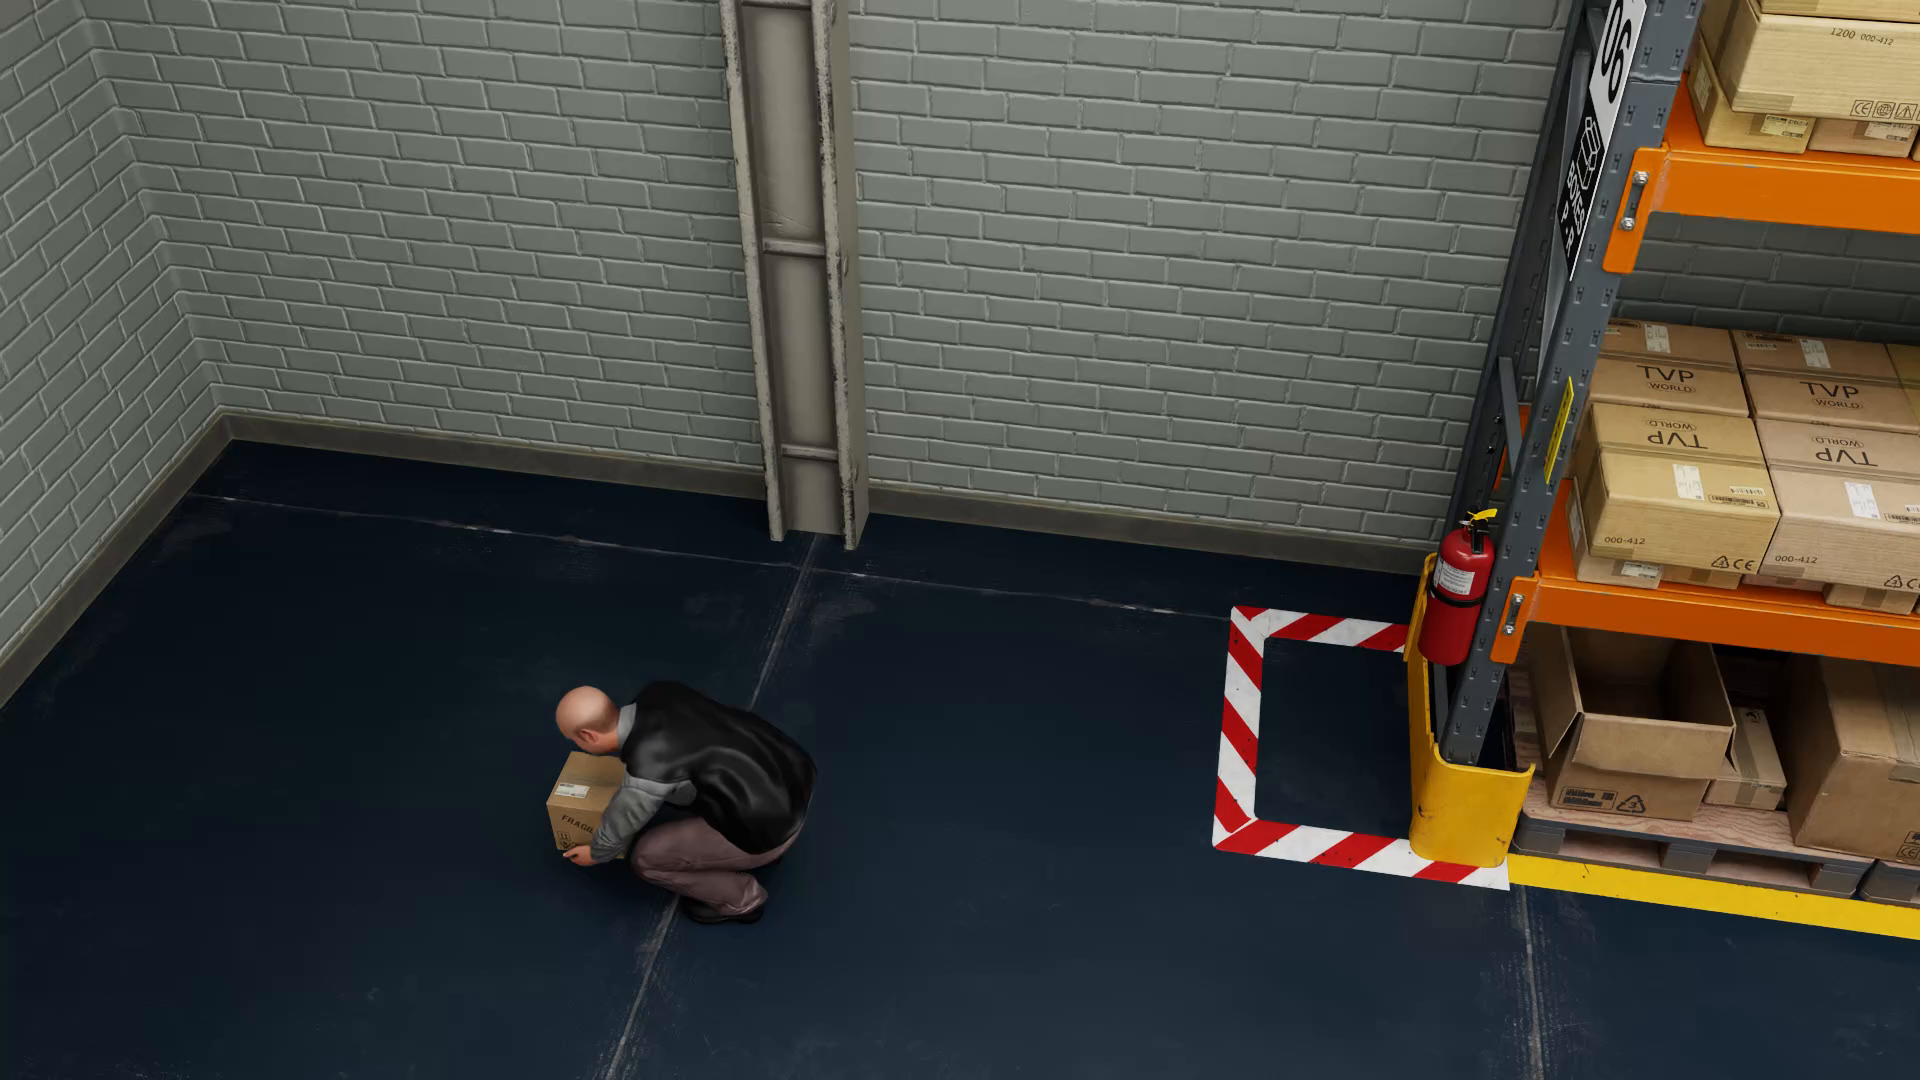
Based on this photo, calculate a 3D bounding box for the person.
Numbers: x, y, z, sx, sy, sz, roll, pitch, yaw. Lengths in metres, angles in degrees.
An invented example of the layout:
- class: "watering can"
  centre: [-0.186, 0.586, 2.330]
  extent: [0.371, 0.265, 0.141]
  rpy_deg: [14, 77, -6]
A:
- class: "person"
  centre: [-0.944, 0.873, 5.733]
  extent: [0.873, 0.969, 0.539]
  rpy_deg: [6, 41, 8]
